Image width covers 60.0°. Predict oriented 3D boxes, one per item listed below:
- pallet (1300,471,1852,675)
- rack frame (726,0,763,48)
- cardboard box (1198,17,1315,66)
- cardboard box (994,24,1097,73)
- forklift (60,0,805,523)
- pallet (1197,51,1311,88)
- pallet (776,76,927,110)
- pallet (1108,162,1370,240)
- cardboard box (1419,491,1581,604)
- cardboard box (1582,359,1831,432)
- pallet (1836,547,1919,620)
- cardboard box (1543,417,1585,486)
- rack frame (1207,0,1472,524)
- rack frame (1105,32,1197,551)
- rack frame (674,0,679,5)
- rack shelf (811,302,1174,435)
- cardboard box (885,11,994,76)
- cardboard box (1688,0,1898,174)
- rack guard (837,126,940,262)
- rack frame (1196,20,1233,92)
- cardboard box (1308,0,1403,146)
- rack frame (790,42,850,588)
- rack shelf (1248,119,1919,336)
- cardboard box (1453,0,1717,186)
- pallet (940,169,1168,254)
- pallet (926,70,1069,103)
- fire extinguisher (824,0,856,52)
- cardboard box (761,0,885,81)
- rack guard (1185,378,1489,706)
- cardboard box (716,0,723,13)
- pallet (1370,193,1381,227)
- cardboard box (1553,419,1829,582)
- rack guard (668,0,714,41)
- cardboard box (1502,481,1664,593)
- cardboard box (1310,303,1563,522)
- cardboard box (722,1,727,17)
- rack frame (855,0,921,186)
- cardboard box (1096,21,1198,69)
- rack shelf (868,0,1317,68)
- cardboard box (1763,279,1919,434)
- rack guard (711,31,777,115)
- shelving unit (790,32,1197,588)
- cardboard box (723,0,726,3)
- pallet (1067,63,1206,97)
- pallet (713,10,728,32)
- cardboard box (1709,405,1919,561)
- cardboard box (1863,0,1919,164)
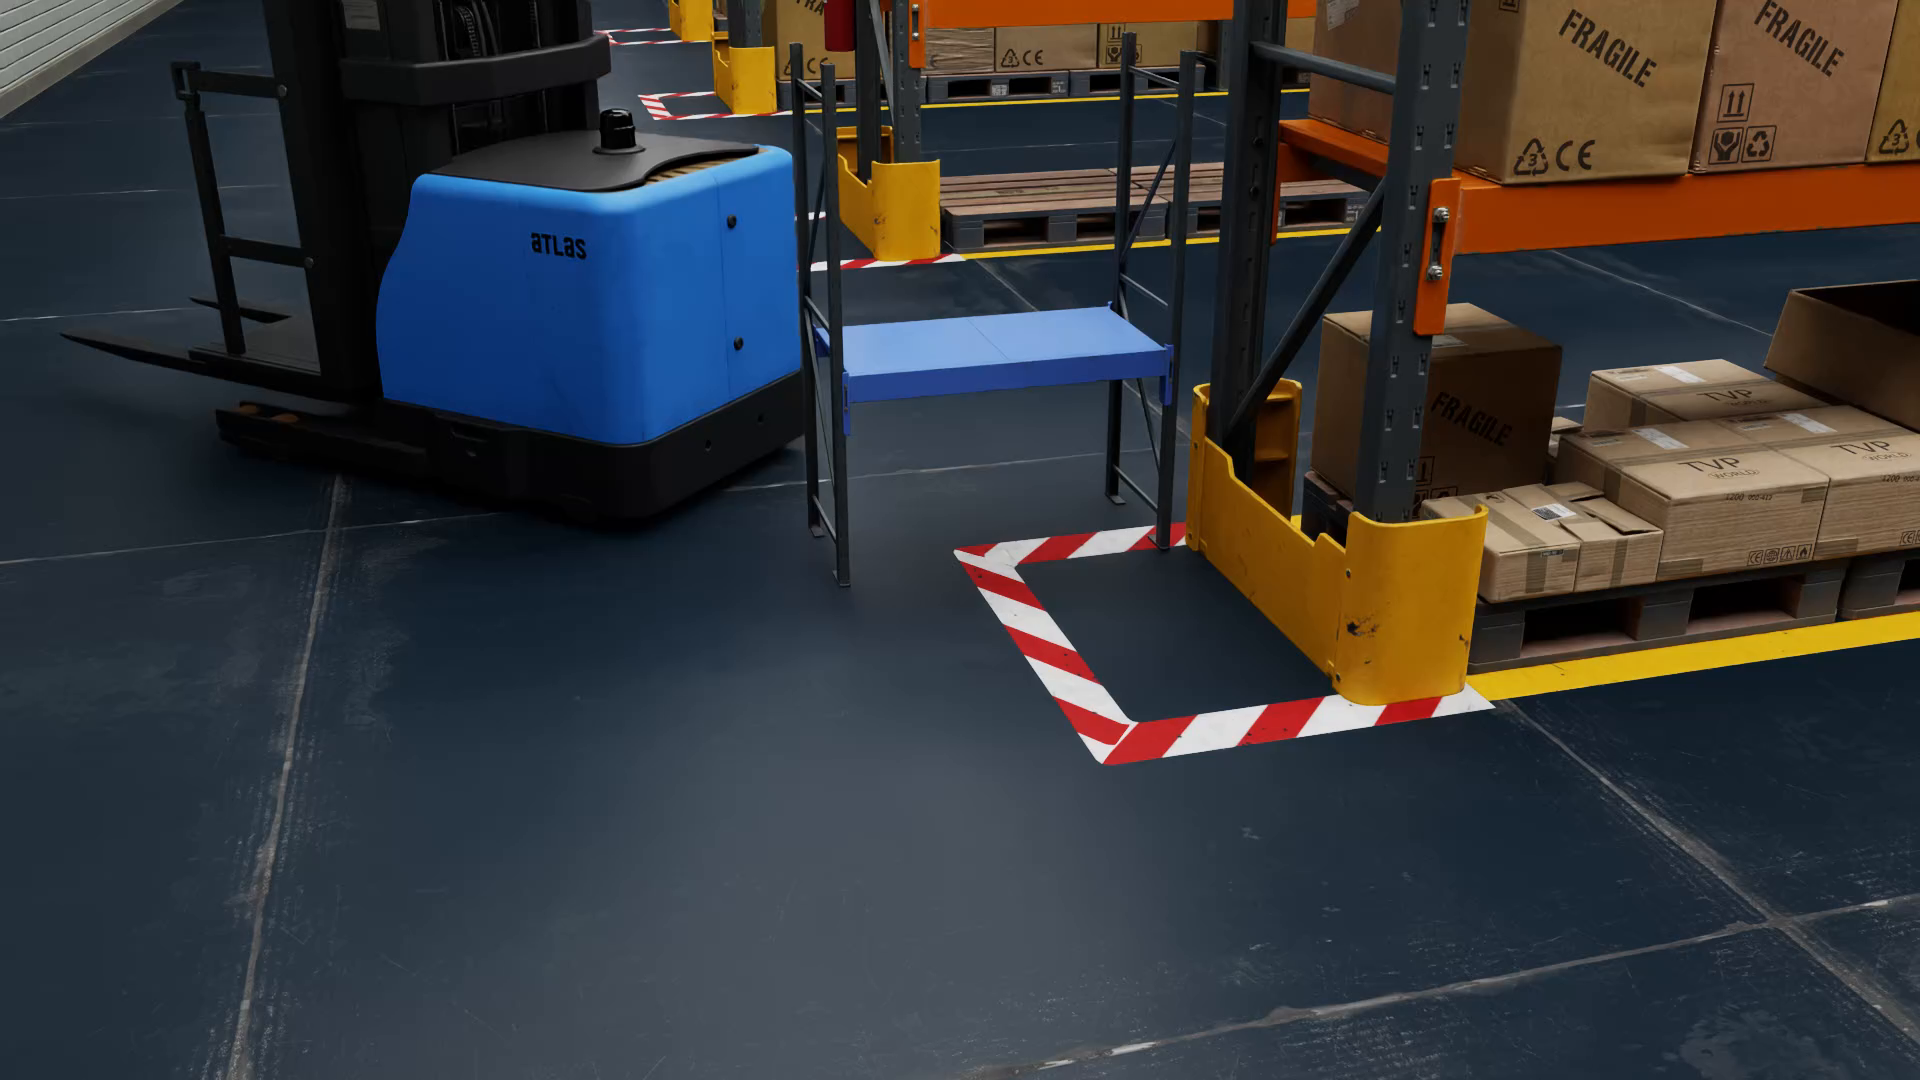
[{"bbox_3d":[1.784,0.009,4.961,1.213,0.211,1.003,-6,24,-14],"label":"pallet"},{"bbox_3d":[-1.729,-4.941,12.960,0.127,3.000,1.000,-6,24,-14],"label":"rack frame"},{"bbox_3d":[2.733,-4.659,14.466,0.875,0.875,1.225,-6,24,-14],"label":"cardboard box"},{"bbox_3d":[0.599,-4.447,13.973,0.875,0.875,0.875,-6,24,-14],"label":"cardboard box"},{"bbox_3d":[-2.087,-1.798,5.724,3.031,2.935,1.130,12,26,26],"label":"forklift"},{"bbox_3d":[2.845,-4.196,14.761,1.213,0.211,1.003,-6,24,-14],"label":"pallet"},{"bbox_3d":[-0.980,-3.774,13.778,1.213,0.211,1.003,-6,24,-14],"label":"pallet"},{"bbox_3d":[1.586,-1.980,9.597,1.213,0.211,1.003,-6,24,-14],"label":"pallet"},{"bbox_3d":[1.439,0.015,4.469,0.250,0.149,0.380,-6,24,-14],"label":"cardboard box"},{"bbox_3d":[2.323,-0.359,5.212,0.500,0.250,0.500,-6,24,-14],"label":"cardboard box"},{"bbox_3d":[2.956,-0.119,5.261,1.213,0.211,1.003,-6,24,-14],"label":"pallet"},{"bbox_3d":[1.815,-0.240,5.040,0.250,0.166,0.380,-6,24,-14],"label":"cardboard box"},{"bbox_3d":[0.943,-1.179,4.194,0.127,3.000,1.000,-6,24,-14],"label":"rack frame"},{"bbox_3d":[0.572,-0.753,5.102,0.032,1.500,0.500,-6,24,-14],"label":"rack frame"},{"bbox_3d":[-2.972,-6.834,17.374,0.127,3.000,1.000,-6,24,-14],"label":"rack frame"},{"bbox_3d":[0.082,-0.533,5.046,1.000,0.185,0.538,-6,24,-14],"label":"rack shelf"},{"bbox_3d":[-0.258,-4.353,13.752,0.875,0.875,0.875,-6,24,-14],"label":"cardboard box"},{"bbox_3d":[1.937,-1.229,4.184,0.500,0.500,0.500,-7,24,-15],"label":"cardboard box"},{"bbox_3d":[-0.411,-1.904,9.053,0.348,0.500,1.175,-6,24,-14],"label":"rack guard"},{"bbox_3d":[2.122,-5.367,13.953,0.127,3.000,1.000,-6,24,-14],"label":"rack frame"},{"bbox_3d":[1.301,-1.376,4.526,0.500,0.500,0.500,-6,24,-13],"label":"cardboard box"},{"bbox_3d":[-0.407,-0.644,4.849,0.032,1.500,0.500,-6,24,-14],"label":"rack frame"},{"bbox_3d":[2.869,-1.062,4.832,4.000,0.370,1.077,-6,24,-14],"label":"rack shelf"},{"bbox_3d":[1.442,-1.172,4.051,0.500,0.500,0.500,-6,24,-13],"label":"cardboard box"},{"bbox_3d":[0.413,-1.852,9.298,1.213,0.211,1.003,-6,24,-14],"label":"pallet"},{"bbox_3d":[0.192,-3.902,14.077,1.213,0.211,1.003,-6,24,-14],"label":"pallet"},{"bbox_3d":[-0.659,-3.010,9.031,0.183,0.674,0.296,-6,24,-14],"label":"fire extinguisher"},{"bbox_3d":[-1.134,-4.256,13.526,0.875,0.875,0.875,-6,24,-14],"label":"cardboard box"},{"bbox_3d":[1.016,-0.038,4.706,0.348,0.500,1.175,-6,24,-14],"label":"rack guard"},{"bbox_3d":[-2.521,-5.852,18.168,0.250,0.149,0.380,-6,24,-13],"label":"cardboard box"},{"bbox_3d":[2.763,-2.112,9.904,1.213,0.211,1.003,-6,24,-14],"label":"pallet"},{"bbox_3d":[2.025,-0.121,4.657,0.500,0.250,0.500,-6,24,-14],"label":"cardboard box"},{"bbox_3d":[-2.898,-5.694,17.886,0.348,0.500,1.175,-6,24,-14],"label":"rack guard"},{"bbox_3d":[1.680,-0.020,4.528,0.250,0.166,0.380,-6,24,-14],"label":"cardboard box"},{"bbox_3d":[1.400,-0.384,4.953,0.500,0.500,0.500,-6,24,-14],"label":"cardboard box"},{"bbox_3d":[-2.381,-5.652,17.700,0.250,0.149,0.380,-6,24,-13],"label":"cardboard box"},{"bbox_3d":[-0.391,-3.060,8.578,0.127,3.000,1.000,-6,24,-14],"label":"rack frame"},{"bbox_3d":[1.465,-4.543,14.196,0.875,0.875,0.875,-6,24,-14],"label":"cardboard box"},{"bbox_3d":[1.534,-2.943,9.216,4.000,0.370,1.077,-6,24,-14],"label":"rack shelf"},{"bbox_3d":[2.987,-0.458,5.121,0.637,0.503,0.797,-6,24,-14],"label":"cardboard box"},{"bbox_3d":[-1.752,-3.789,13.447,0.348,0.500,1.175,-6,24,-14],"label":"rack guard"},{"bbox_3d":[0.082,-0.698,4.975,1.048,1.500,0.538,-6,24,-14],"label":"shelving unit"},{"bbox_3d":[-2.398,-5.812,17.697,0.250,0.149,0.380,-5,24,-12],"label":"cardboard box"},{"bbox_3d":[1.369,-4.034,14.383,1.213,0.211,1.003,-6,24,-14],"label":"pallet"},{"bbox_3d":[-2.107,-5.634,18.113,1.213,0.211,1.003,-6,24,-14],"label":"pallet"},{"bbox_3d":[2.506,-0.174,4.782,0.500,0.250,0.500,-6,24,-14],"label":"cardboard box"},{"bbox_3d":[2.421,-1.282,4.306,0.500,0.500,0.500,-6,24,-15],"label":"cardboard box"}]
